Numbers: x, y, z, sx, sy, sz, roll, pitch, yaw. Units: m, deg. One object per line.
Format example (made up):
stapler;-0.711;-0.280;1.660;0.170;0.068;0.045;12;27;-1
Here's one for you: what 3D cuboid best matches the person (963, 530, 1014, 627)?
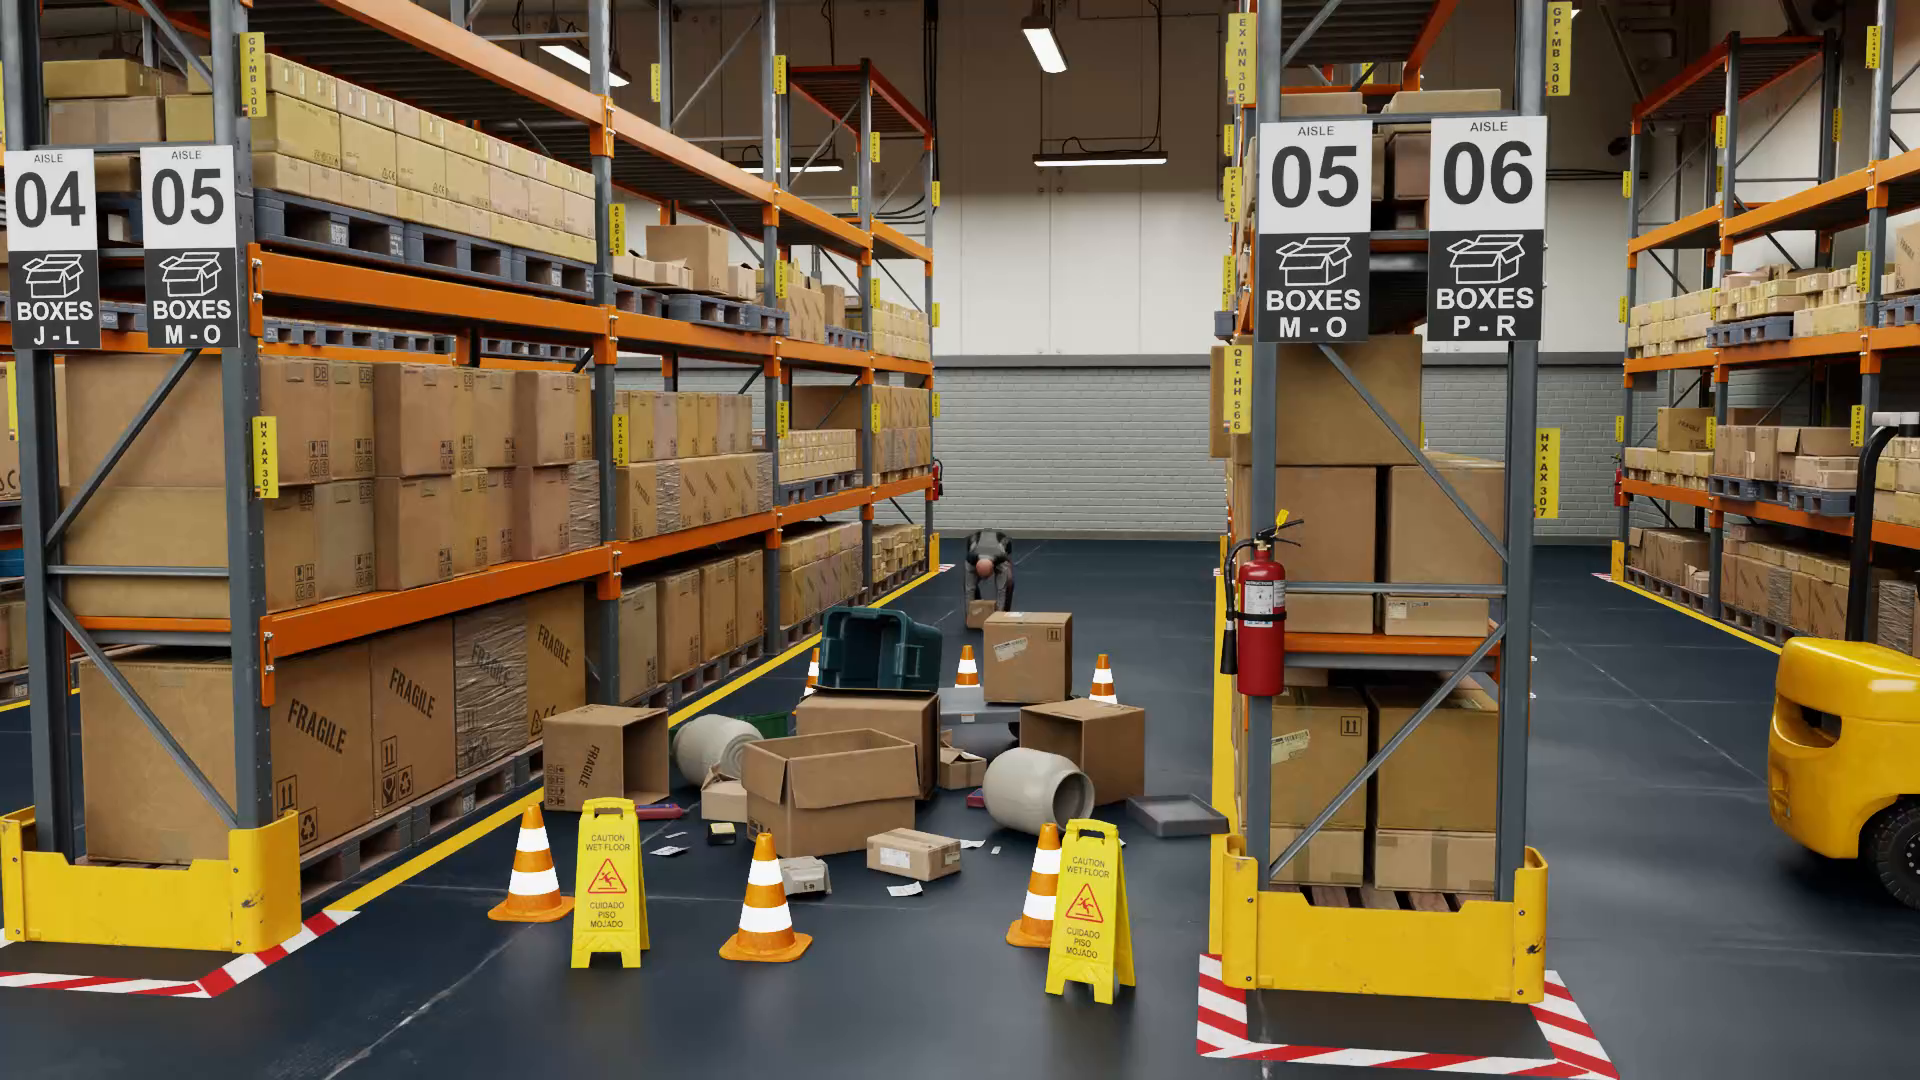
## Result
person;0.285;0.393;16.635;0.513;0.960;0.944;0;4;6
